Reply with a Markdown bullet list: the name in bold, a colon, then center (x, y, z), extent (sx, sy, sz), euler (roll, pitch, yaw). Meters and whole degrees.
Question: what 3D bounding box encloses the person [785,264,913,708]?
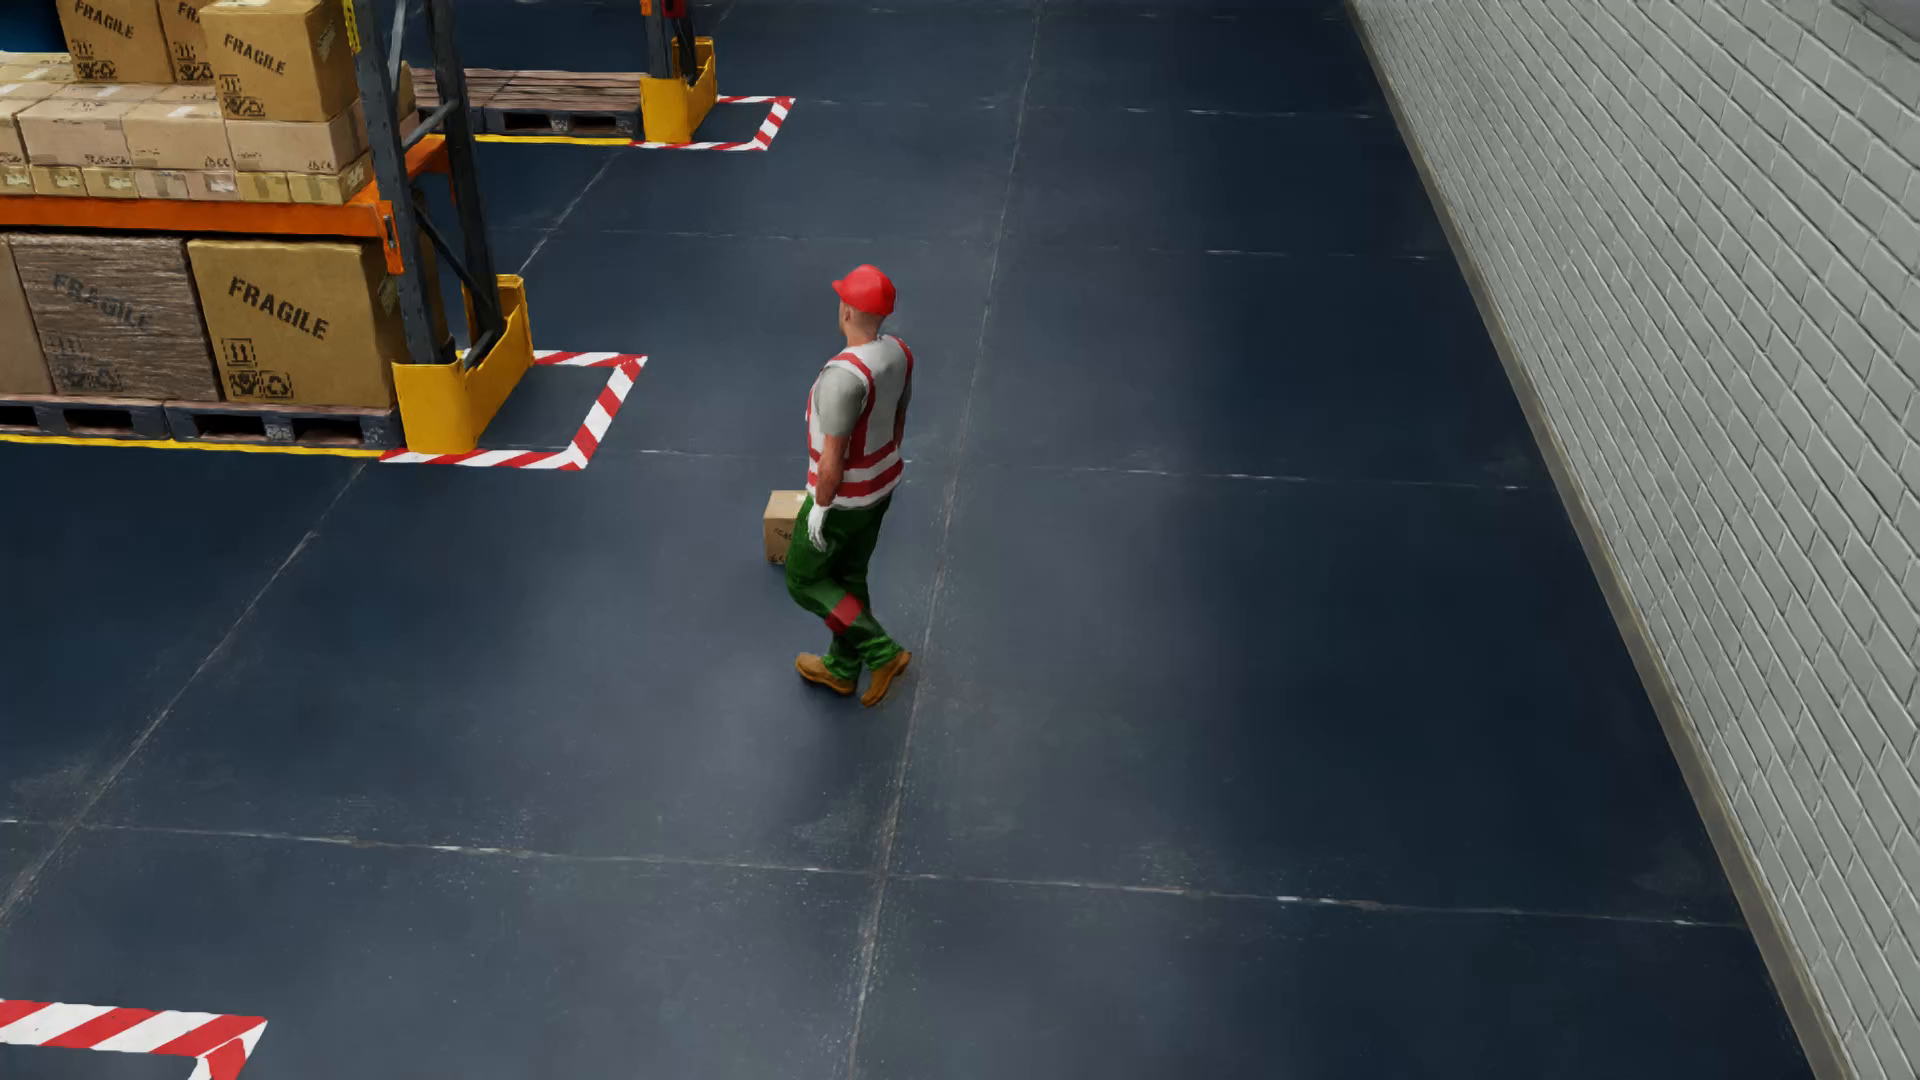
- **person**: center (-0.378, -0.180, 6.390), extent (0.593, 1.765, 0.592), euler (17, 36, 25)
